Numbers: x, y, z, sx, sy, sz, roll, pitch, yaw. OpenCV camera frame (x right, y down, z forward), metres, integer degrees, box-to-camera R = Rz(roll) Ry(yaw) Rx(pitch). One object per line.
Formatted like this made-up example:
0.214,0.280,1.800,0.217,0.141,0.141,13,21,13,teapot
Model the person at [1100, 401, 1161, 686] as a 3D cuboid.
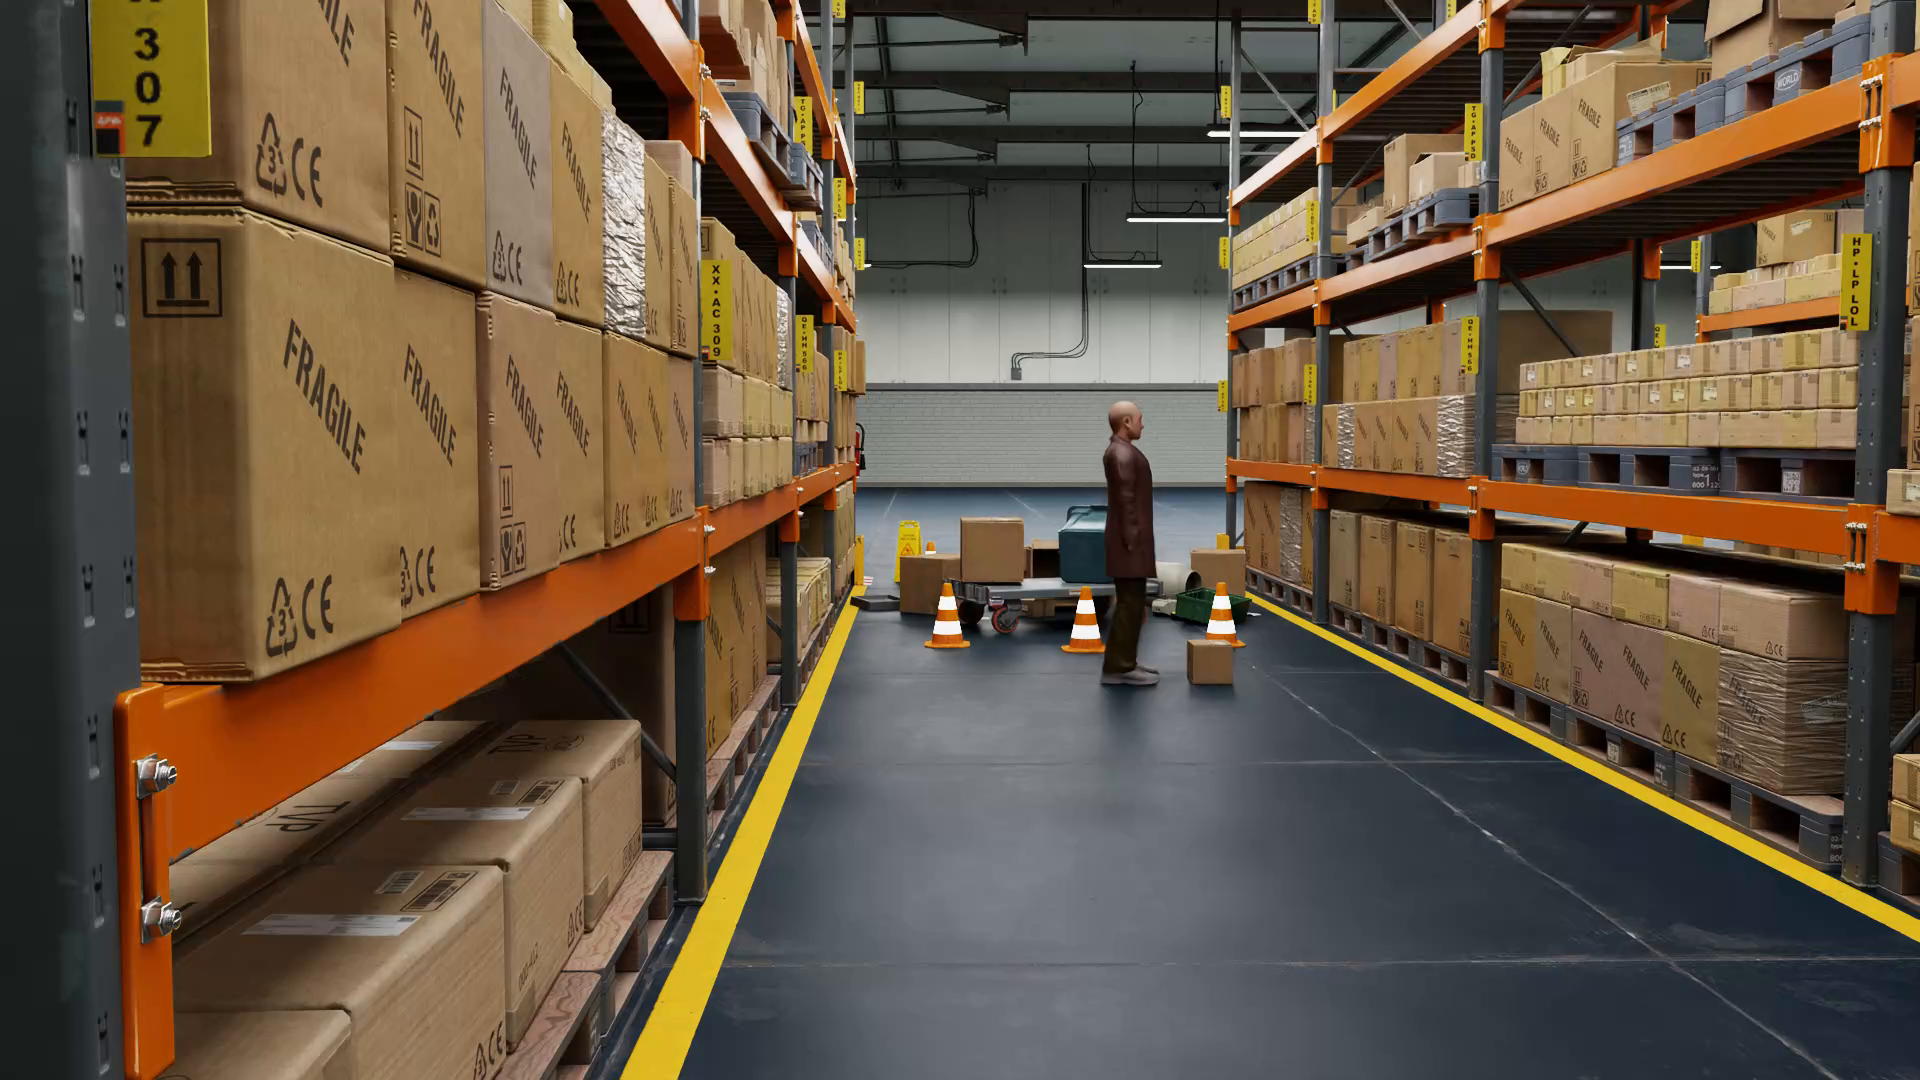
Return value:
1.077,0.013,10.516,0.396,1.776,0.563,0,4,0,person
